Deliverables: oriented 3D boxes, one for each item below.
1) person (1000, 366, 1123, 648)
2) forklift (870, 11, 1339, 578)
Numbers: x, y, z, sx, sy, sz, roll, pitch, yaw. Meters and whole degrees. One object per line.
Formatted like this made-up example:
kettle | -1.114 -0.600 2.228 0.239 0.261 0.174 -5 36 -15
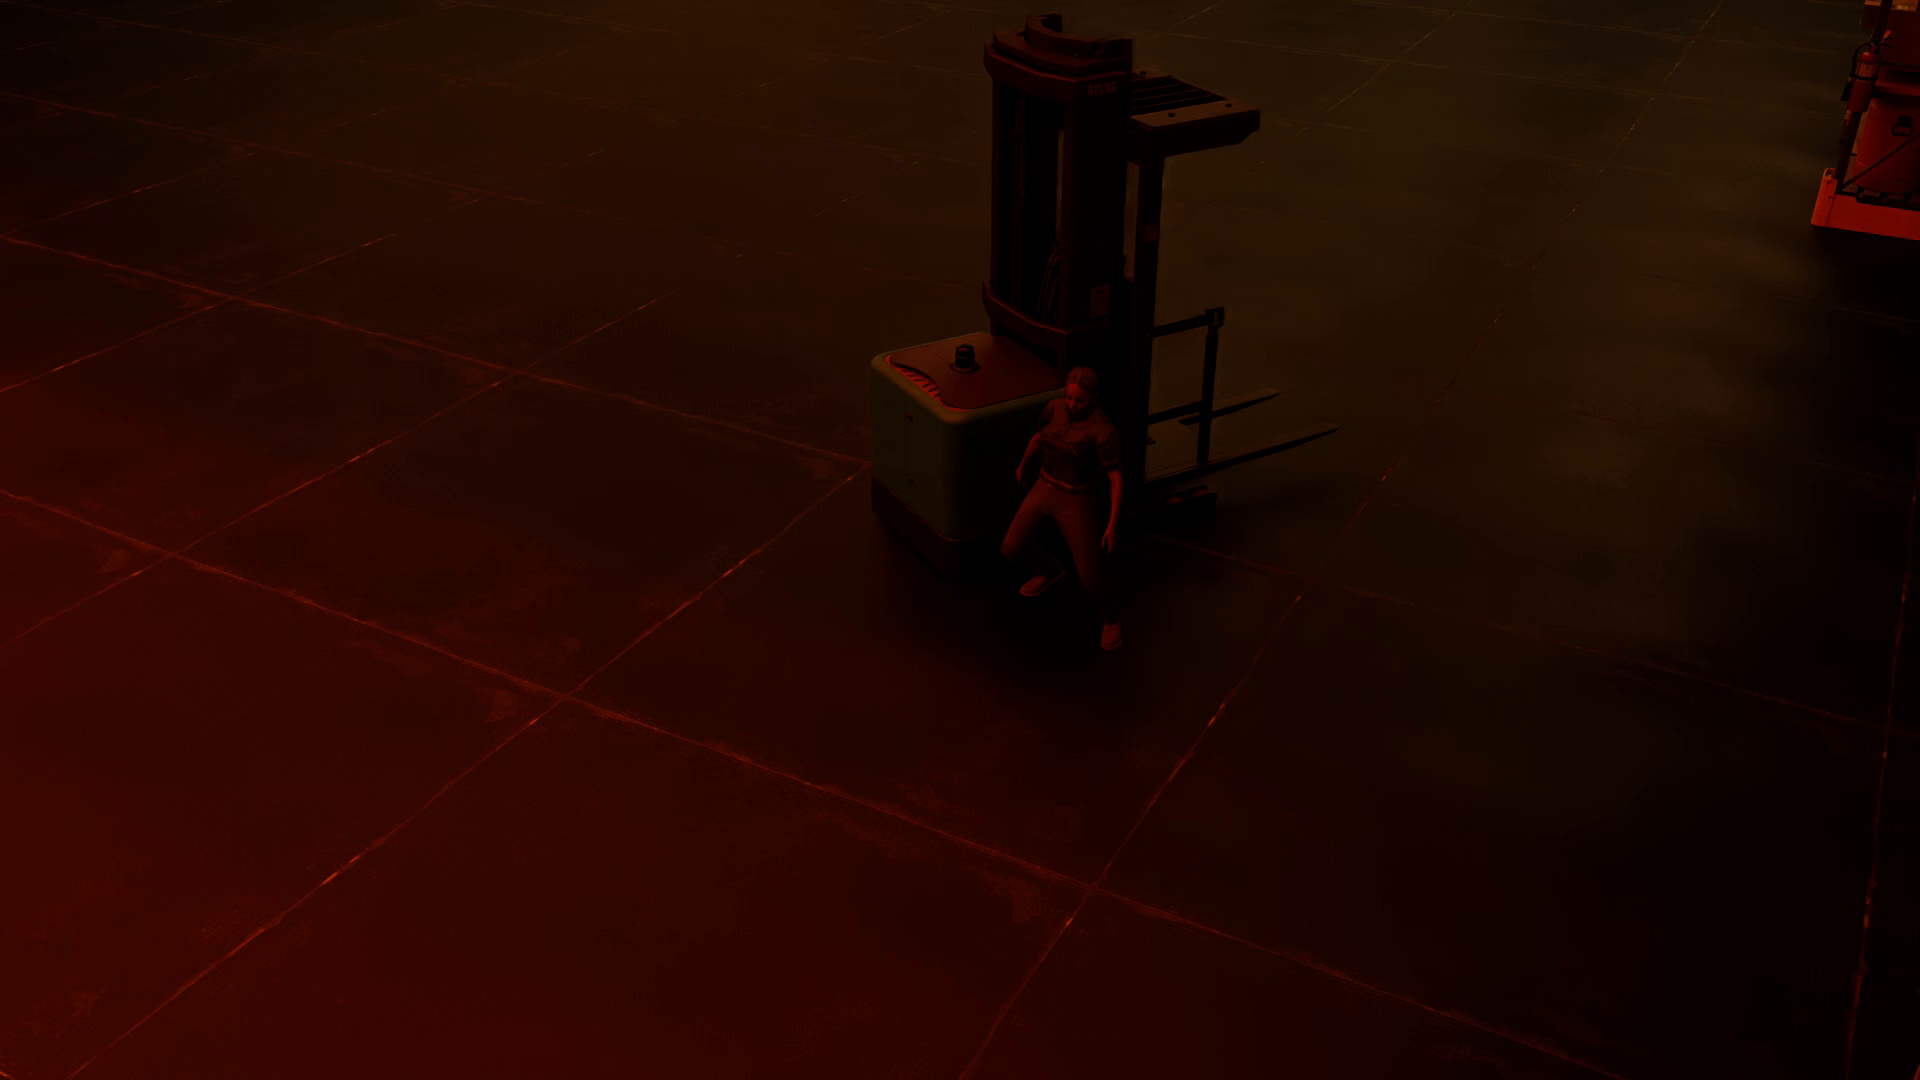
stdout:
person | 0.554 -0.223 8.846 0.470 1.575 0.823 -26 39 -37
forklift | 0.996 -1.580 9.808 3.031 2.935 1.130 -16 34 -26
